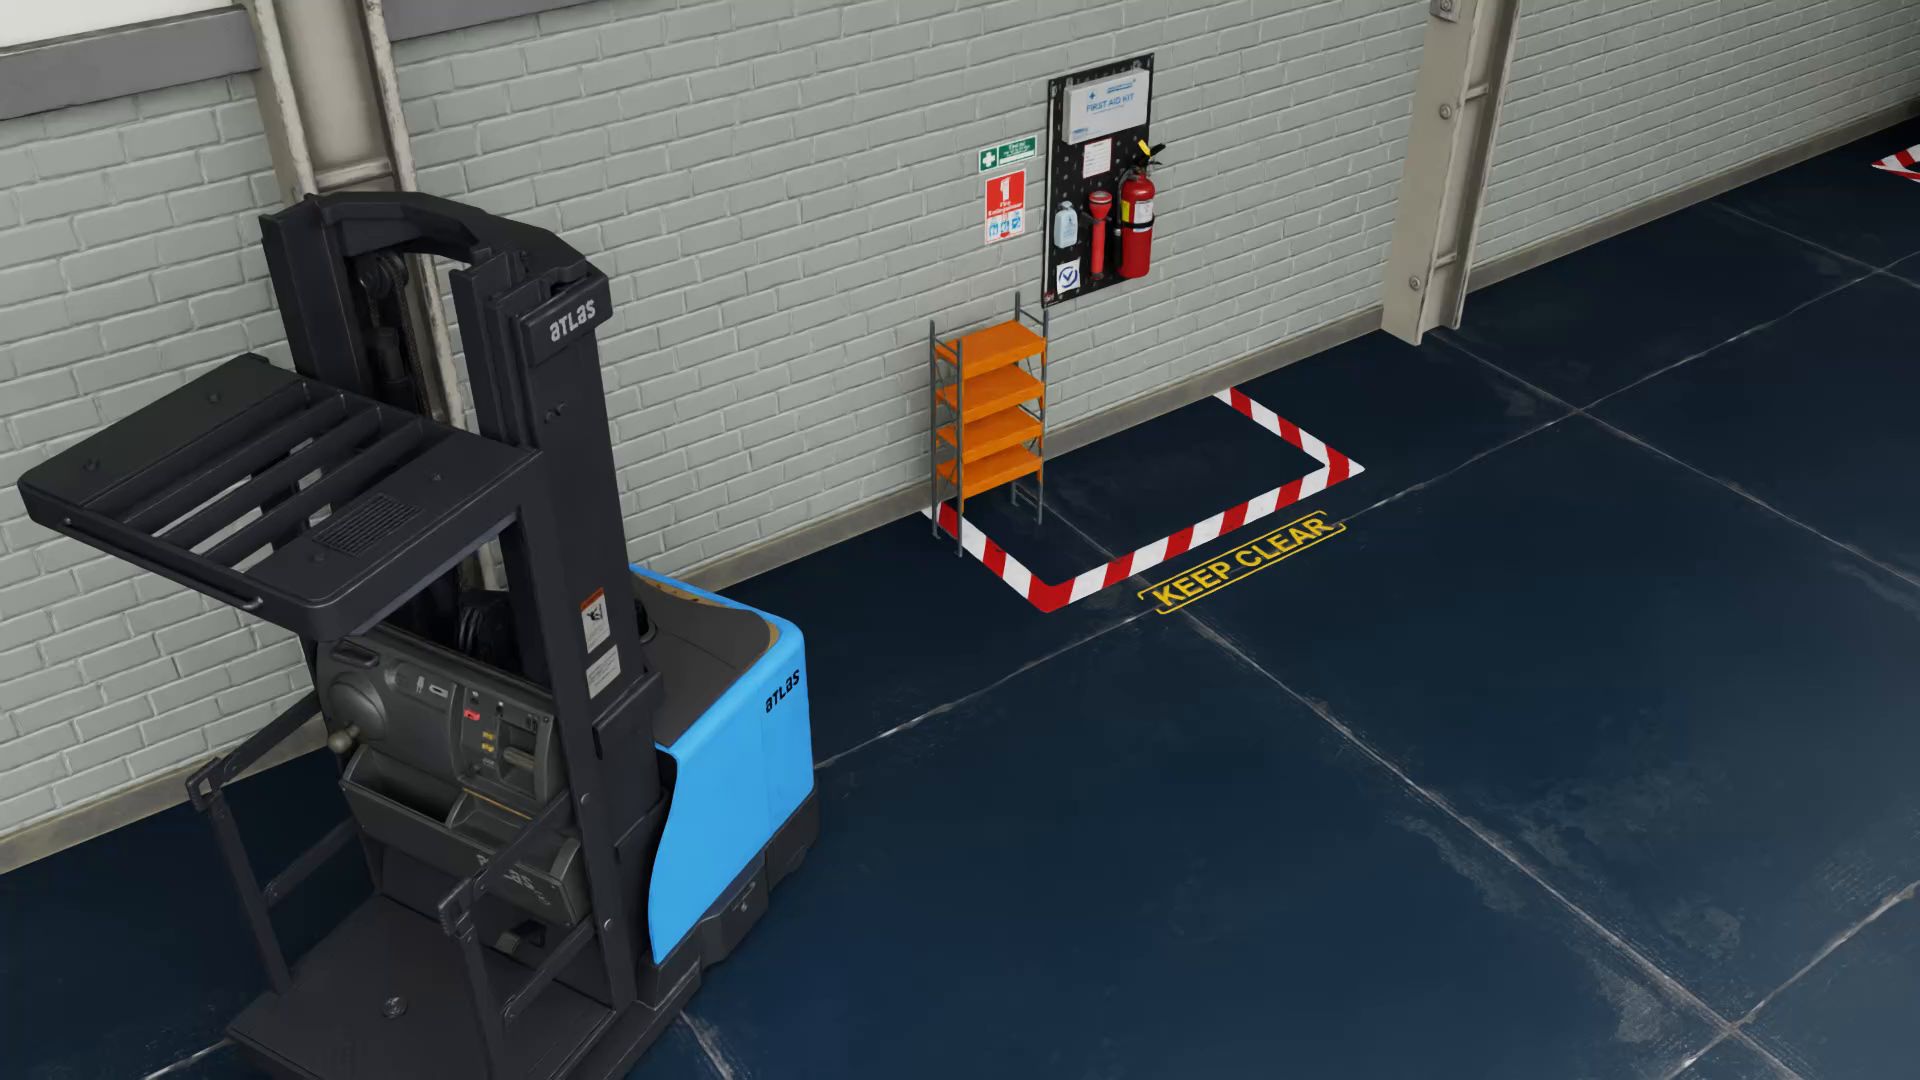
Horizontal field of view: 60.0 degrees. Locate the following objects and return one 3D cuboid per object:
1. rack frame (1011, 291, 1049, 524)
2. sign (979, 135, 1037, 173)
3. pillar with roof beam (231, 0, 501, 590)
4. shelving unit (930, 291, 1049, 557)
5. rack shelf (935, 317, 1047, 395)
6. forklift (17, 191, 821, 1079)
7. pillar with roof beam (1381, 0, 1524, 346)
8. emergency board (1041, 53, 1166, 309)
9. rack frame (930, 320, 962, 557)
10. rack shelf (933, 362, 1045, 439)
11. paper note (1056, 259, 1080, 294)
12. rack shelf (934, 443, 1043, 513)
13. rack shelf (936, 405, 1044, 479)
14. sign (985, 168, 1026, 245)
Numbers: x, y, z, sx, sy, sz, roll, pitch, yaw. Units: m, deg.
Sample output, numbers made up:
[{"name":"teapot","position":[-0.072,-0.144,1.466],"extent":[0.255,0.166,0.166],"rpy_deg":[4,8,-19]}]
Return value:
[{"name":"rack frame","position":[0.335,-0.625,8.091],"extent":[0.015,1.200,0.240],"rpy_deg":[-22,41,-28]},{"name":"sign","position":[0.222,-1.783,7.675],"extent":[0.331,0.109,0.001],"rpy_deg":[-22,41,-28]},{"name":"pillar with roof beam","position":[0.342,-0.868,1.750],"extent":[0.400,9.000,9.100],"rpy_deg":[-22,41,-28]},{"name":"shelving unit","position":[0.135,-0.543,7.977],"extent":[0.503,1.200,0.258],"rpy_deg":[-22,41,-28]},{"name":"rack shelf","position":[0.135,-0.862,7.748],"extent":[0.480,0.148,0.258],"rpy_deg":[-22,41,-28]},{"name":"forklift","position":[-1.701,0.605,4.899],"extent":[1.130,2.935,3.031],"rpy_deg":[18,39,23]},{"name":"pillar with roof beam","position":[5.246,-2.886,4.556],"extent":[0.400,9.000,9.100],"rpy_deg":[-22,41,-28]},{"name":"emergency board","position":[0.724,-1.693,8.034],"extent":[0.643,1.169,0.194],"rpy_deg":[-22,41,-28]},{"name":"rack frame","position":[-0.064,-0.461,7.863],"extent":[0.015,1.200,0.240],"rpy_deg":[-22,41,-28]},{"name":"rack shelf","position":[0.135,-0.670,7.886],"extent":[0.480,0.148,0.258],"rpy_deg":[-22,41,-28]},{"name":"paper note","position":[0.540,-1.308,8.255],"extent":[0.142,0.148,0.016],"rpy_deg":[-22,41,-28]},{"name":"rack shelf","position":[0.135,-0.327,8.132],"extent":[0.480,0.148,0.258],"rpy_deg":[-22,41,-28]},{"name":"rack shelf","position":[0.135,-0.488,8.016],"extent":[0.480,0.148,0.258],"rpy_deg":[-22,41,-28]},{"name":"sign","position":[0.213,-1.570,7.834],"extent":[0.234,0.329,0.001],"rpy_deg":[-22,41,-28]}]
